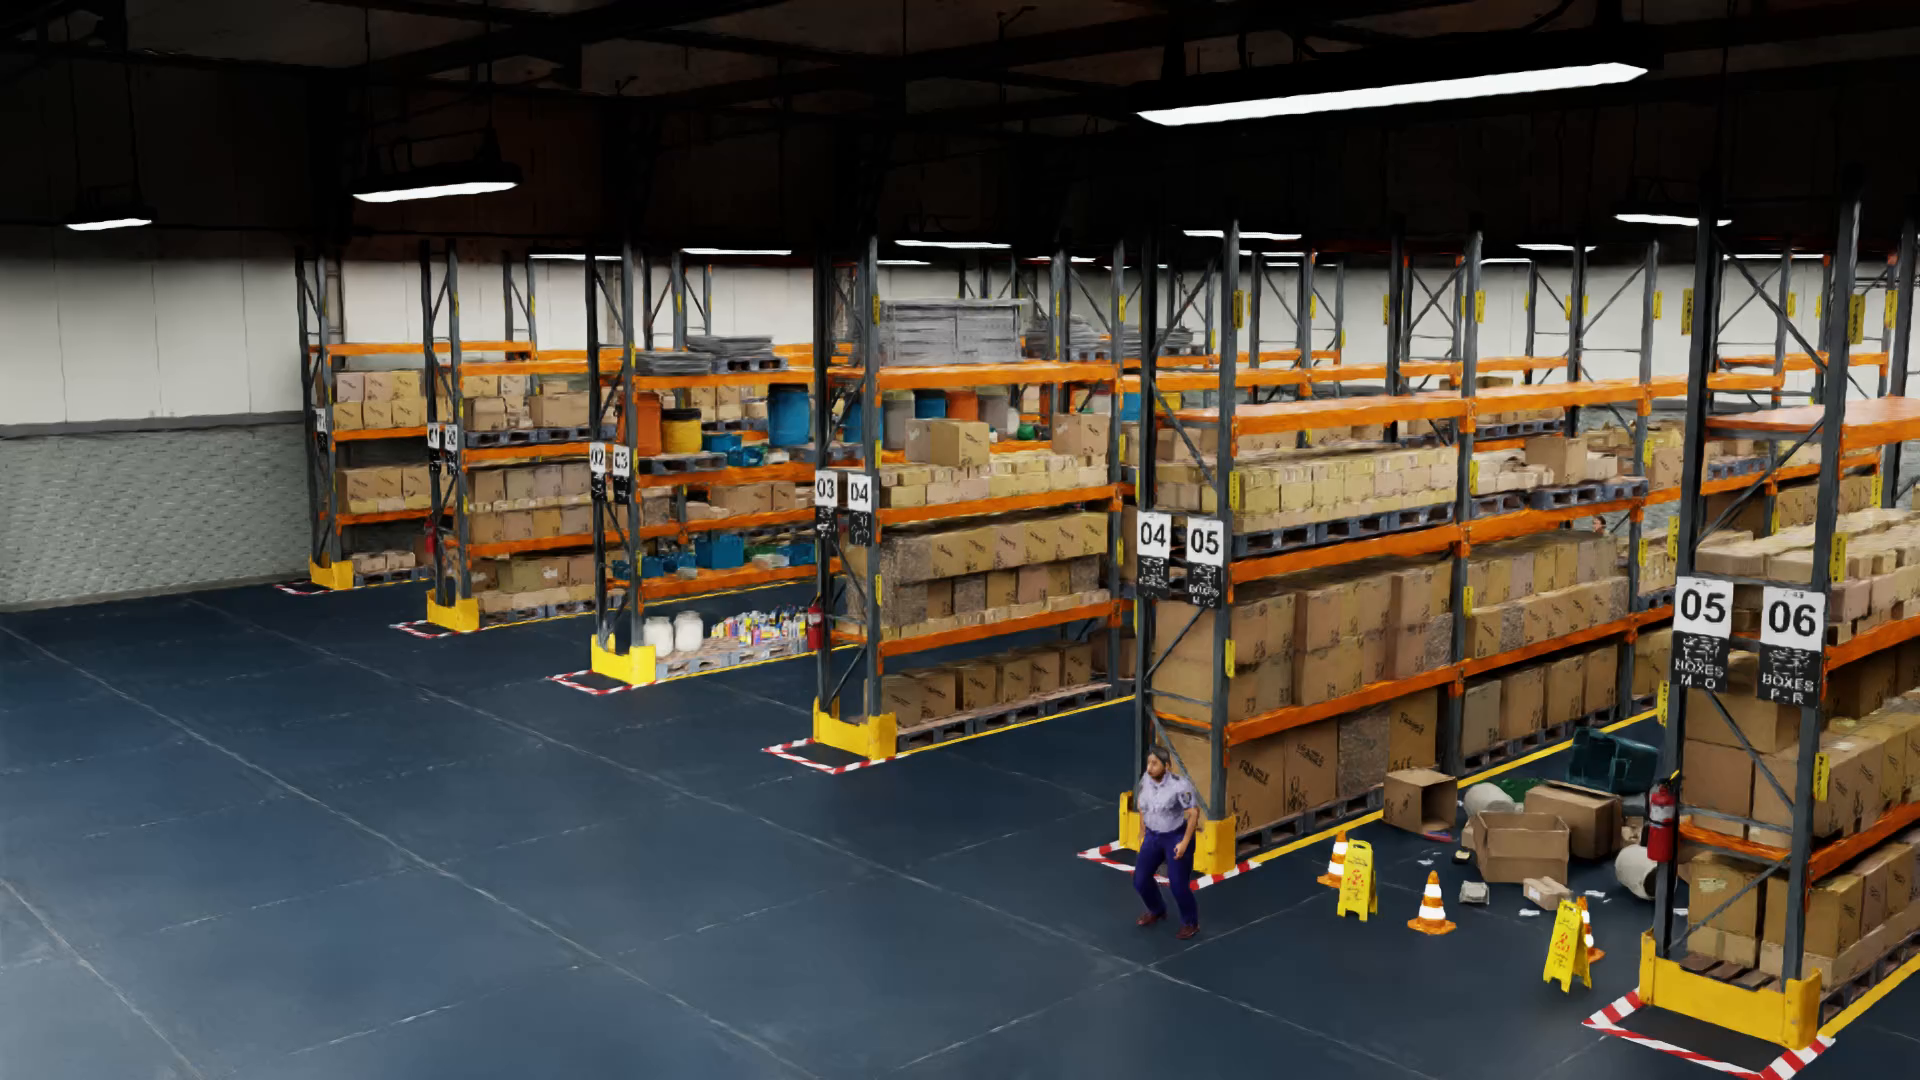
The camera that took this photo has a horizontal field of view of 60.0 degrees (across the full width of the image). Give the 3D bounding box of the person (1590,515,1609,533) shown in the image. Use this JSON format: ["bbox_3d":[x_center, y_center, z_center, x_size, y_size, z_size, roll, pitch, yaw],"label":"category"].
[{"bbox_3d":[10.476,0.387,27.240,0.507,1.619,0.598,-8,12,-44],"label":"person"}]

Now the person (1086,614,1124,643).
[{"bbox_3d":[2.131,0.733,24.632,1.126,1.645,0.542,-7,11,-40],"label":"person"}]

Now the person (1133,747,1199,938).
[{"bbox_3d":[1.681,2.425,13.484,0.625,1.596,0.517,8,12,44],"label":"person"}]
